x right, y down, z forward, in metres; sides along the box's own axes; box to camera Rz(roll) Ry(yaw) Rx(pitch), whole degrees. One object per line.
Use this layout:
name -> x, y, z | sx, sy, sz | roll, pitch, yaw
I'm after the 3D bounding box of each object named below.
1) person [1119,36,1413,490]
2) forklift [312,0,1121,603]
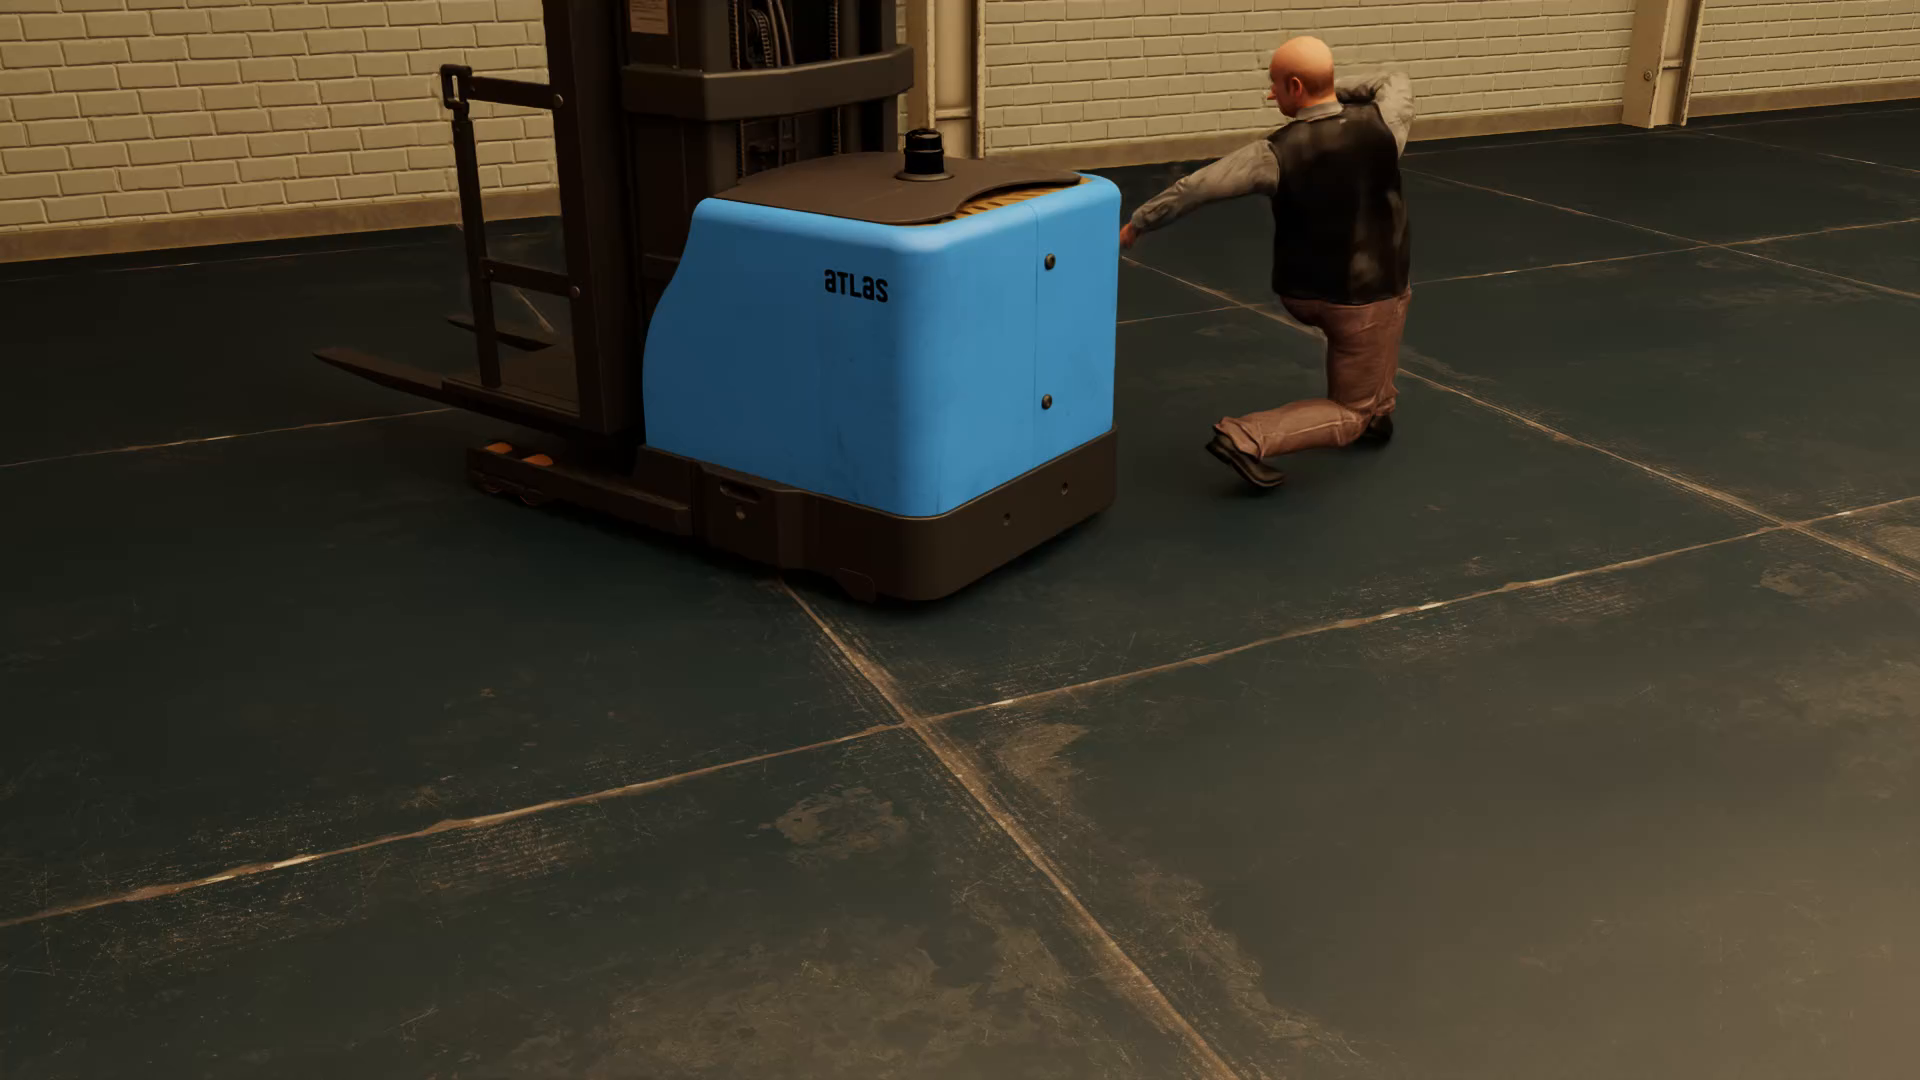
person -> 1.075, -0.950, 5.532 | 0.887, 1.426, 0.972 | 19, 29, 38
forklift -> -1.003, -1.609, 5.160 | 3.031, 2.935, 1.130 | 16, 27, 33
